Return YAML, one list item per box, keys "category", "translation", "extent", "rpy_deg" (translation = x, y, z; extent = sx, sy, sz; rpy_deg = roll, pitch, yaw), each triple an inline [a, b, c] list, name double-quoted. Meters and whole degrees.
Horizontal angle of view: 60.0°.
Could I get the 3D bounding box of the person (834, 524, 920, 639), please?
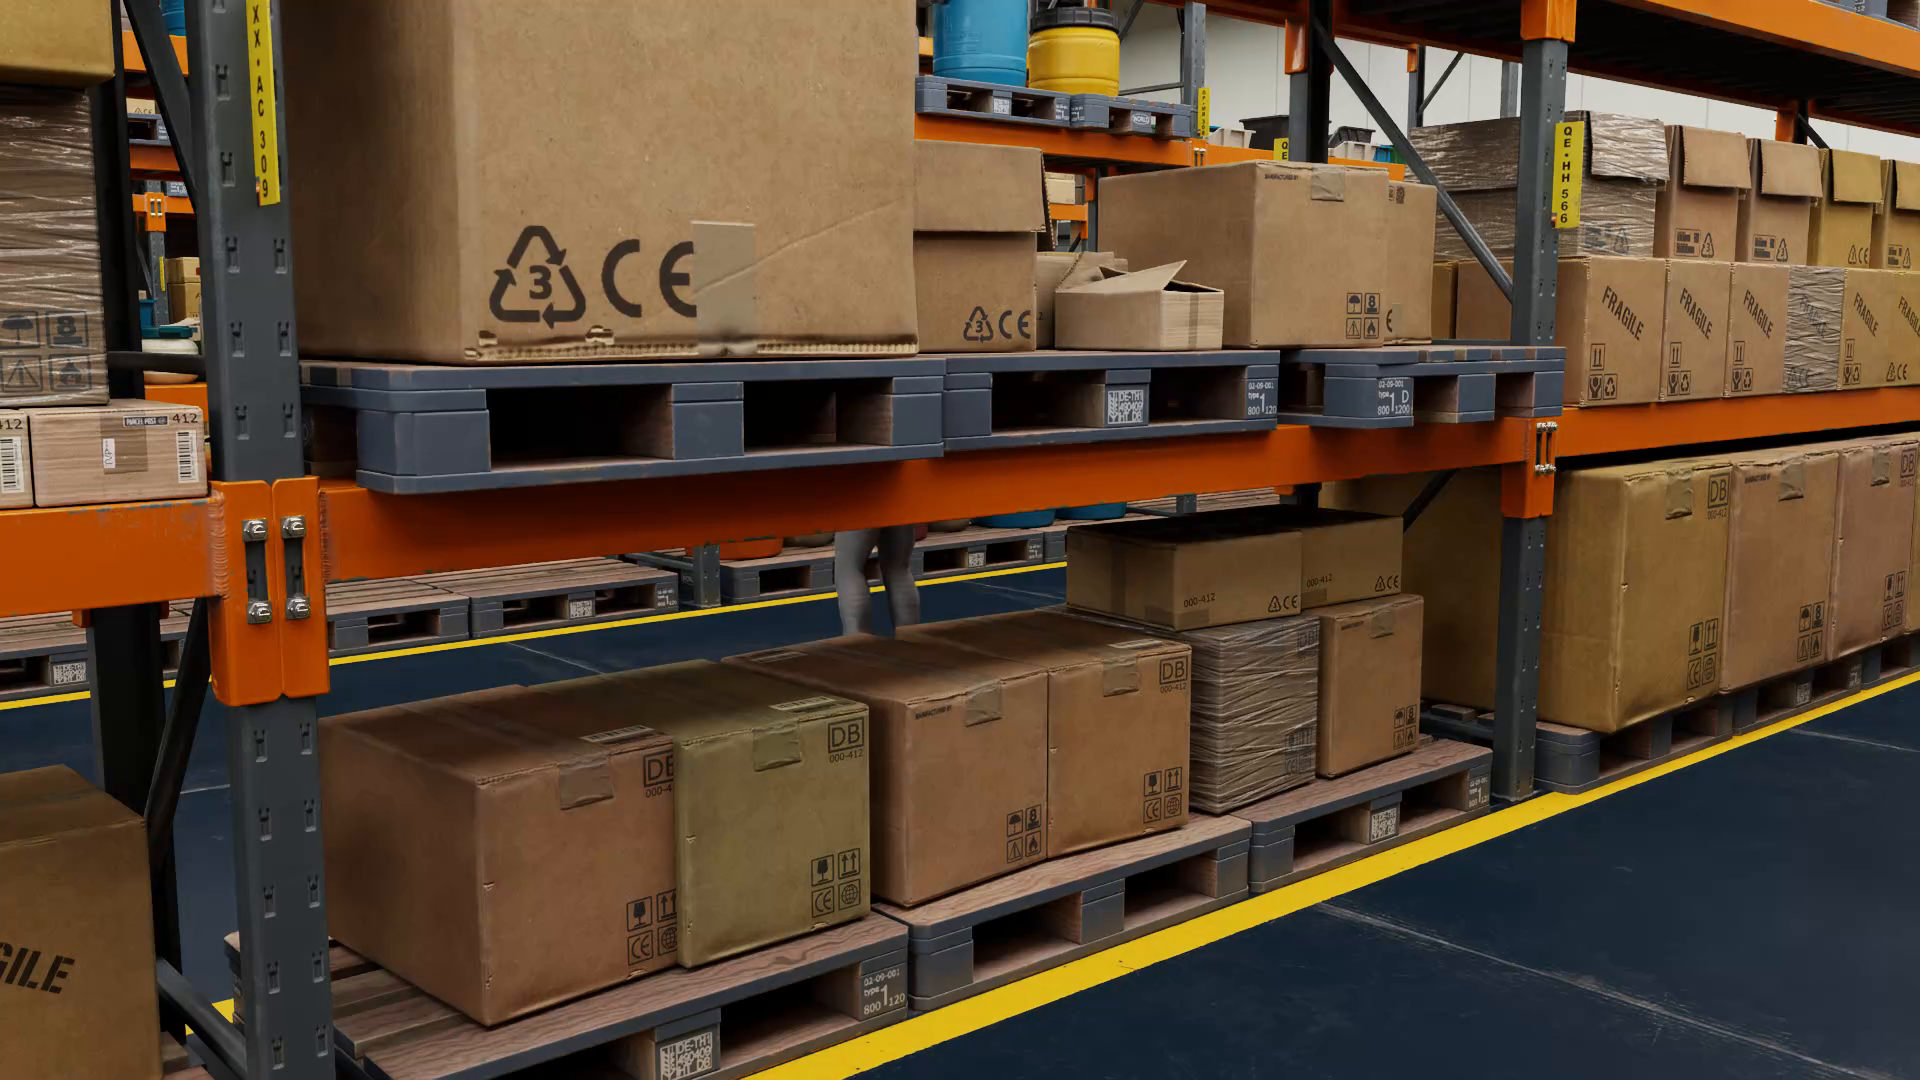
- category: "person"
  translation: [-0.393, -0.224, 7.393]
  extent: [0.479, 1.684, 0.428]
  rpy_deg: [-7, 10, -42]
